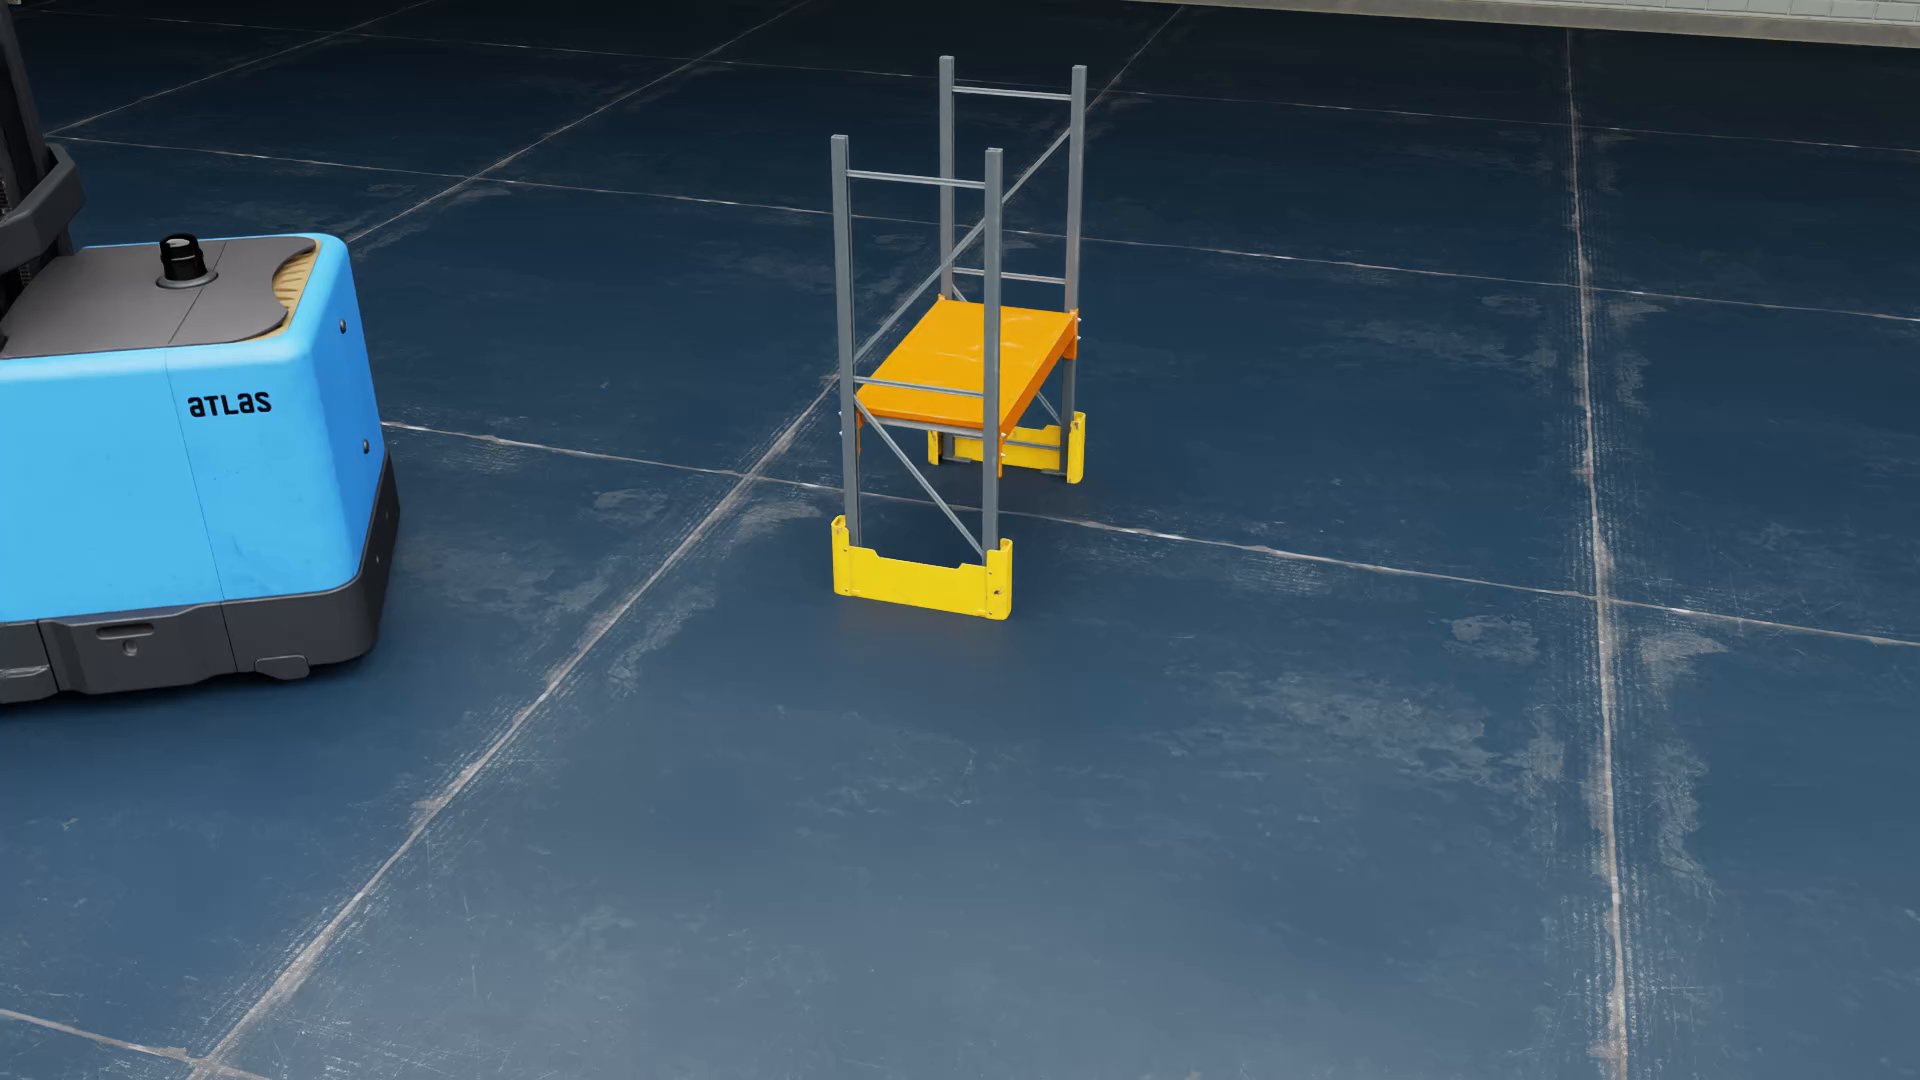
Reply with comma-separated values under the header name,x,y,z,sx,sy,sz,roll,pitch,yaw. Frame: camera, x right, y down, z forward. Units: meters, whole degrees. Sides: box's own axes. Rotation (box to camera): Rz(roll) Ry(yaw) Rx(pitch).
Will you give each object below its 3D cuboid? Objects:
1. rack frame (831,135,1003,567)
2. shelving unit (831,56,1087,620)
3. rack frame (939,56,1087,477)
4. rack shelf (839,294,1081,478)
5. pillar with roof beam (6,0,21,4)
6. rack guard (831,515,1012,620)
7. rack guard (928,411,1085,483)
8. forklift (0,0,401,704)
name,x,y,z,sx,sy,sz,roll,pitch,yaw
rack frame,-0.124,-0.459,5.032,0.500,1.500,0.032,8,30,15
shelving unit,0.022,-0.691,5.449,0.587,1.500,1.083,8,30,15
rack frame,0.174,-0.931,5.881,0.500,1.500,0.032,8,30,15
rack shelf,0.025,-0.538,5.544,0.538,0.185,1.000,8,30,15
pillar with roof beam,-3.818,-7.673,10.286,9.100,9.000,0.400,8,30,15
rack guard,-0.124,0.087,5.337,0.587,0.250,0.087,8,30,15
rack guard,0.169,-0.376,6.169,0.587,0.250,0.087,8,30,15
forklift,-3.344,-0.967,4.473,3.031,2.935,1.130,-6,30,-10
